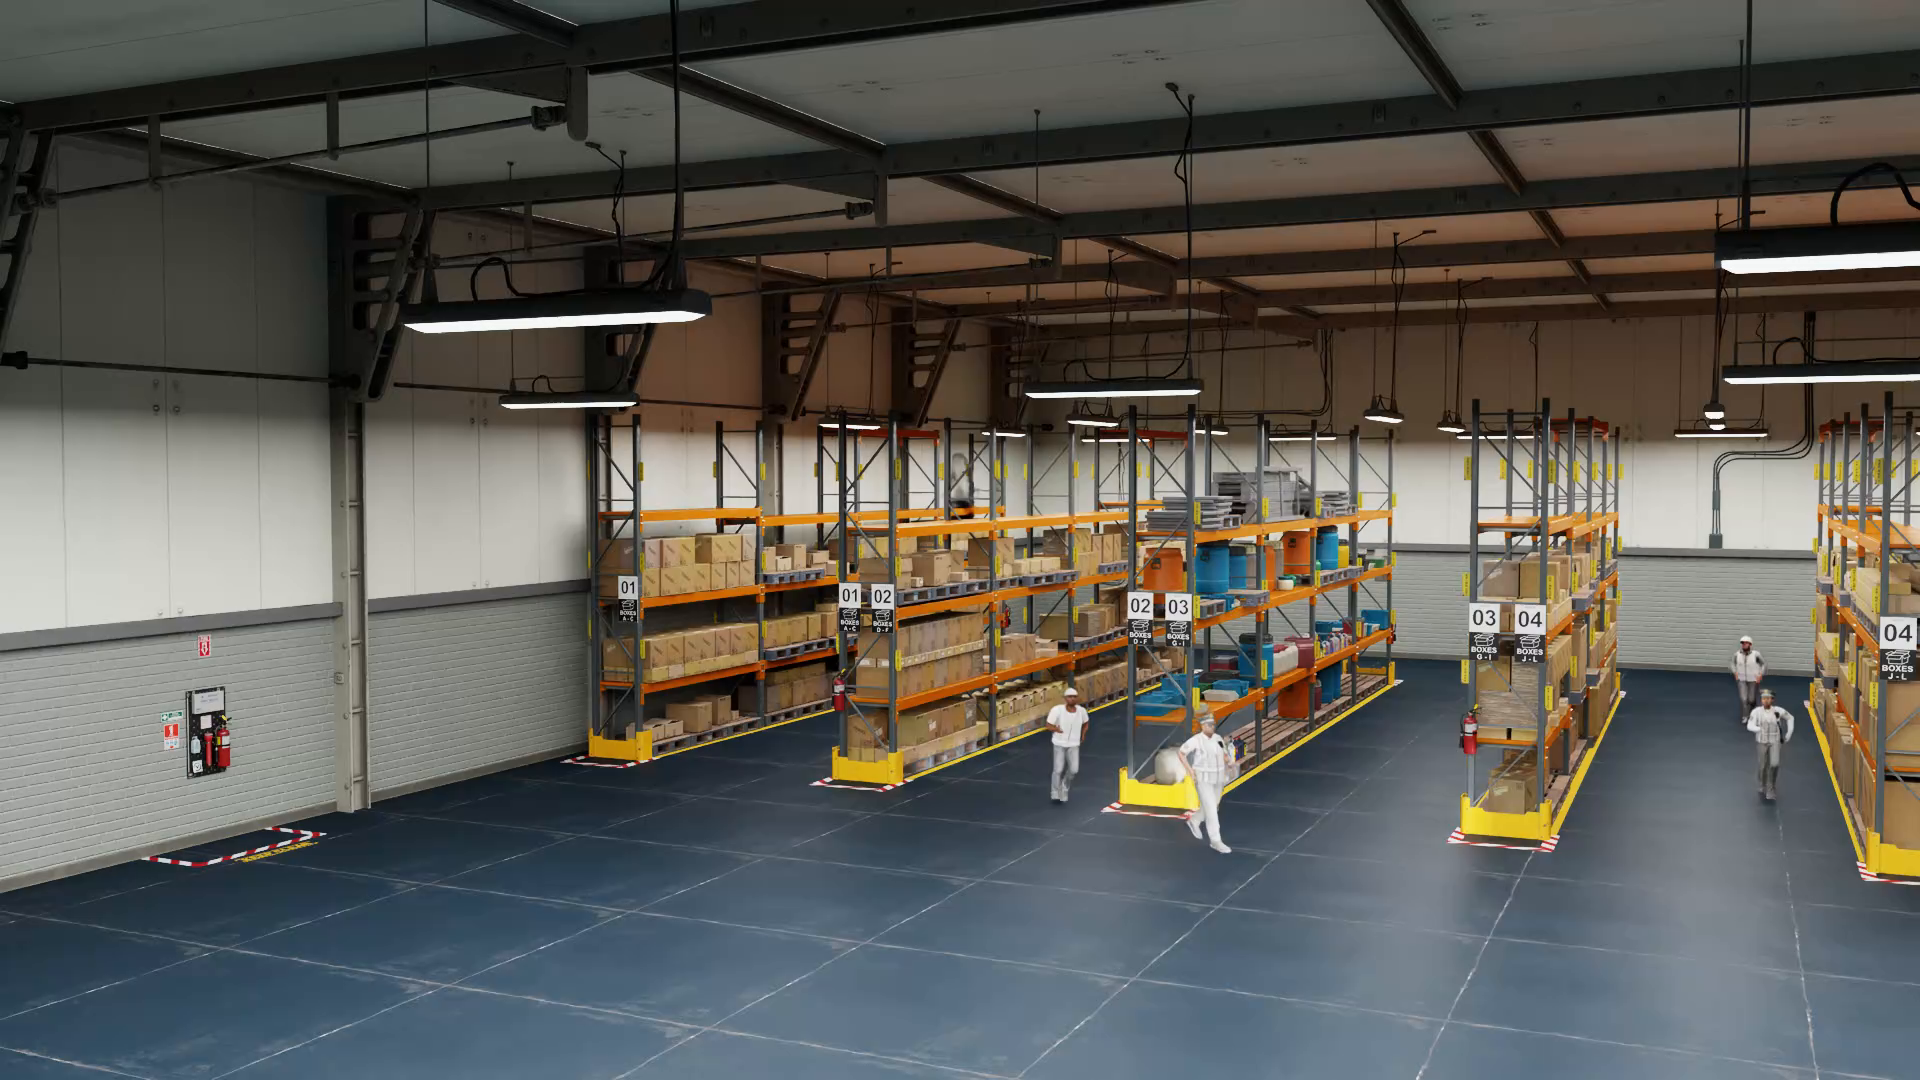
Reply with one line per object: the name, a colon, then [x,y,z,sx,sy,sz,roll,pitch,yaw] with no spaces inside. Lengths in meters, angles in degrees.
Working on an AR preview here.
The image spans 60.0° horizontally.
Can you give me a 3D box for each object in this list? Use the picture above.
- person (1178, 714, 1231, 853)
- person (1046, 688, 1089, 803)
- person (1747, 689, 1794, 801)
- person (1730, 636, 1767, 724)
person: [3.294,3.184,22.084,0.663,1.764,0.989,-2,3,-34]
person: [1.645,3.107,25.081,0.703,1.753,0.658,0,2,-7]
person: [12.354,3.109,25.366,0.620,1.693,0.834,1,3,30]
person: [15.675,2.776,33.063,0.669,1.741,0.662,2,3,36]
